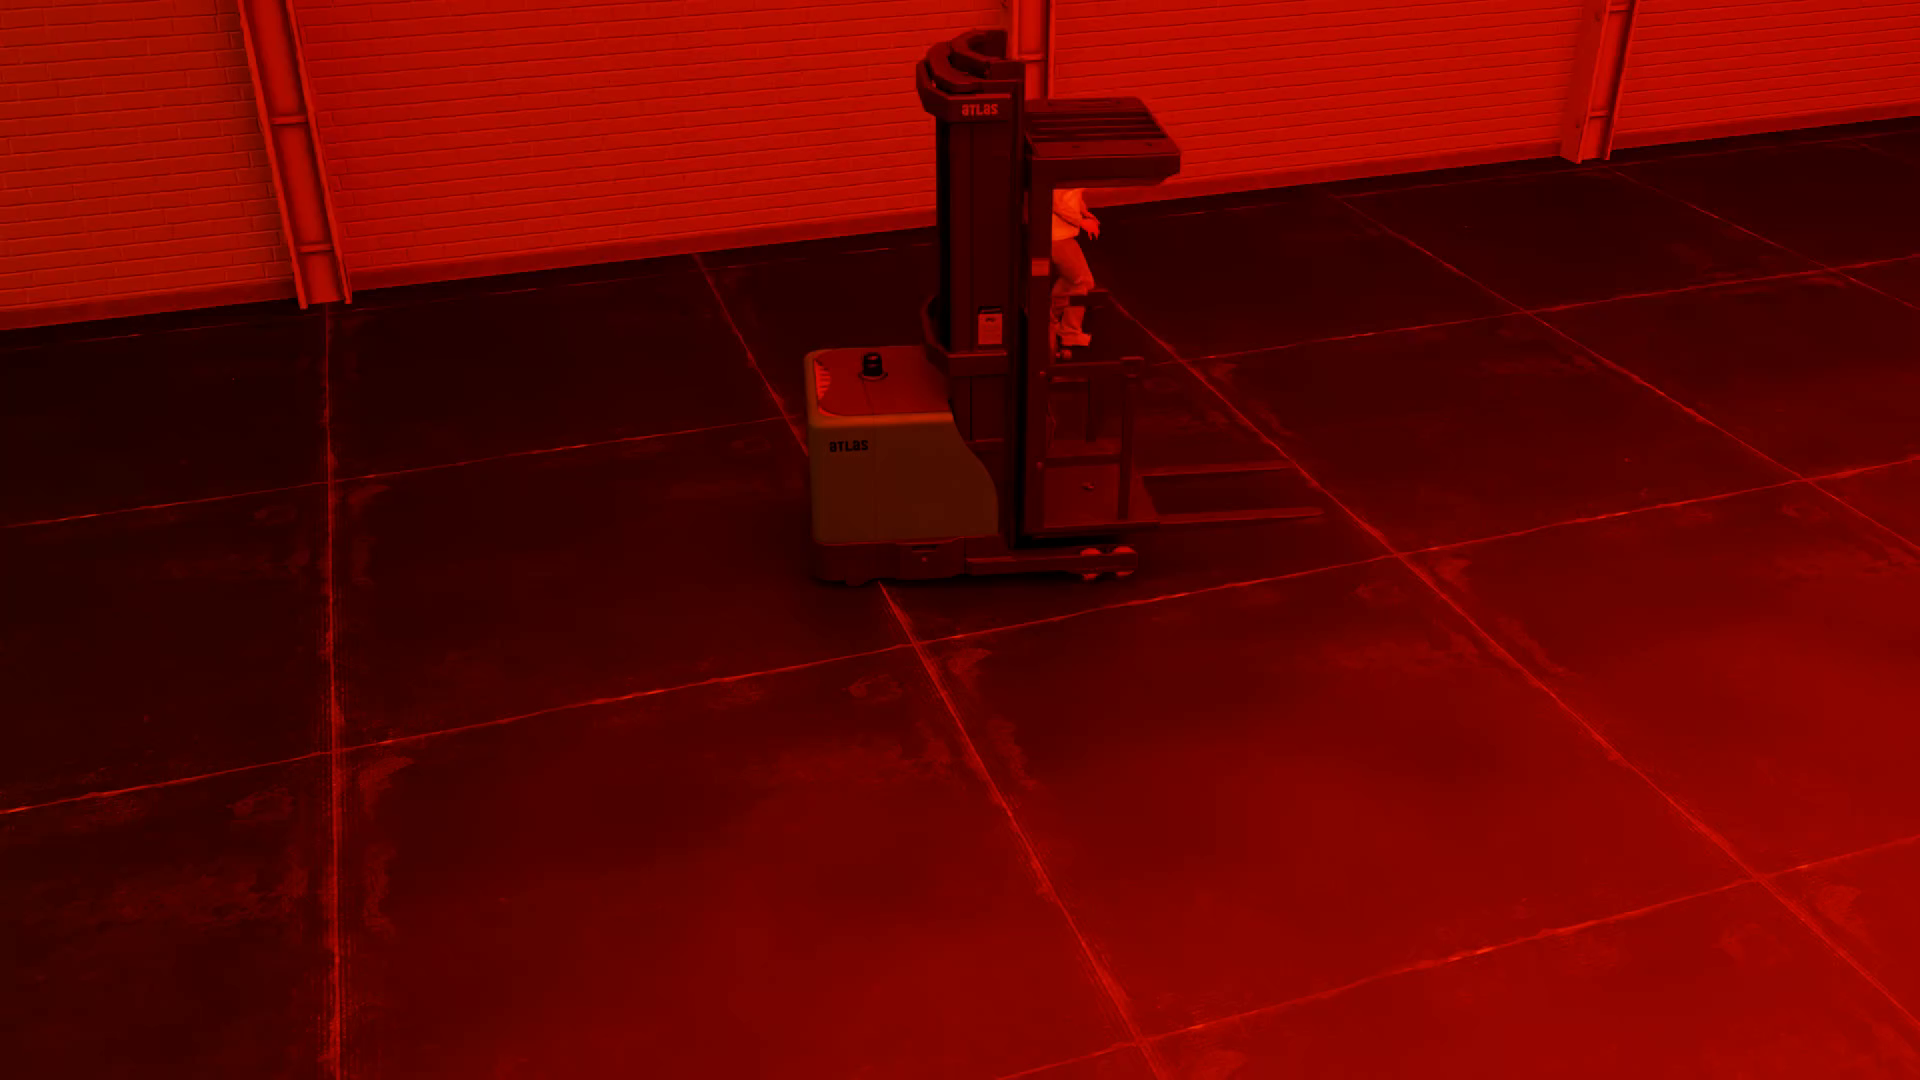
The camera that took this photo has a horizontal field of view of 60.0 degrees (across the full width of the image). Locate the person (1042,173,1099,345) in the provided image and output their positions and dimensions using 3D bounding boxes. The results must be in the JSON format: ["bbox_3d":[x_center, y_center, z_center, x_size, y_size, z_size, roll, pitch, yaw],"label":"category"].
[{"bbox_3d":[0.814,-2.322,12.309,0.514,1.753,0.719,2,30,3],"label":"person"}]

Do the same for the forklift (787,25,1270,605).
[{"bbox_3d":[0.523,-1.442,9.593,3.031,2.935,1.130,-17,34,-27],"label":"forklift"}]
